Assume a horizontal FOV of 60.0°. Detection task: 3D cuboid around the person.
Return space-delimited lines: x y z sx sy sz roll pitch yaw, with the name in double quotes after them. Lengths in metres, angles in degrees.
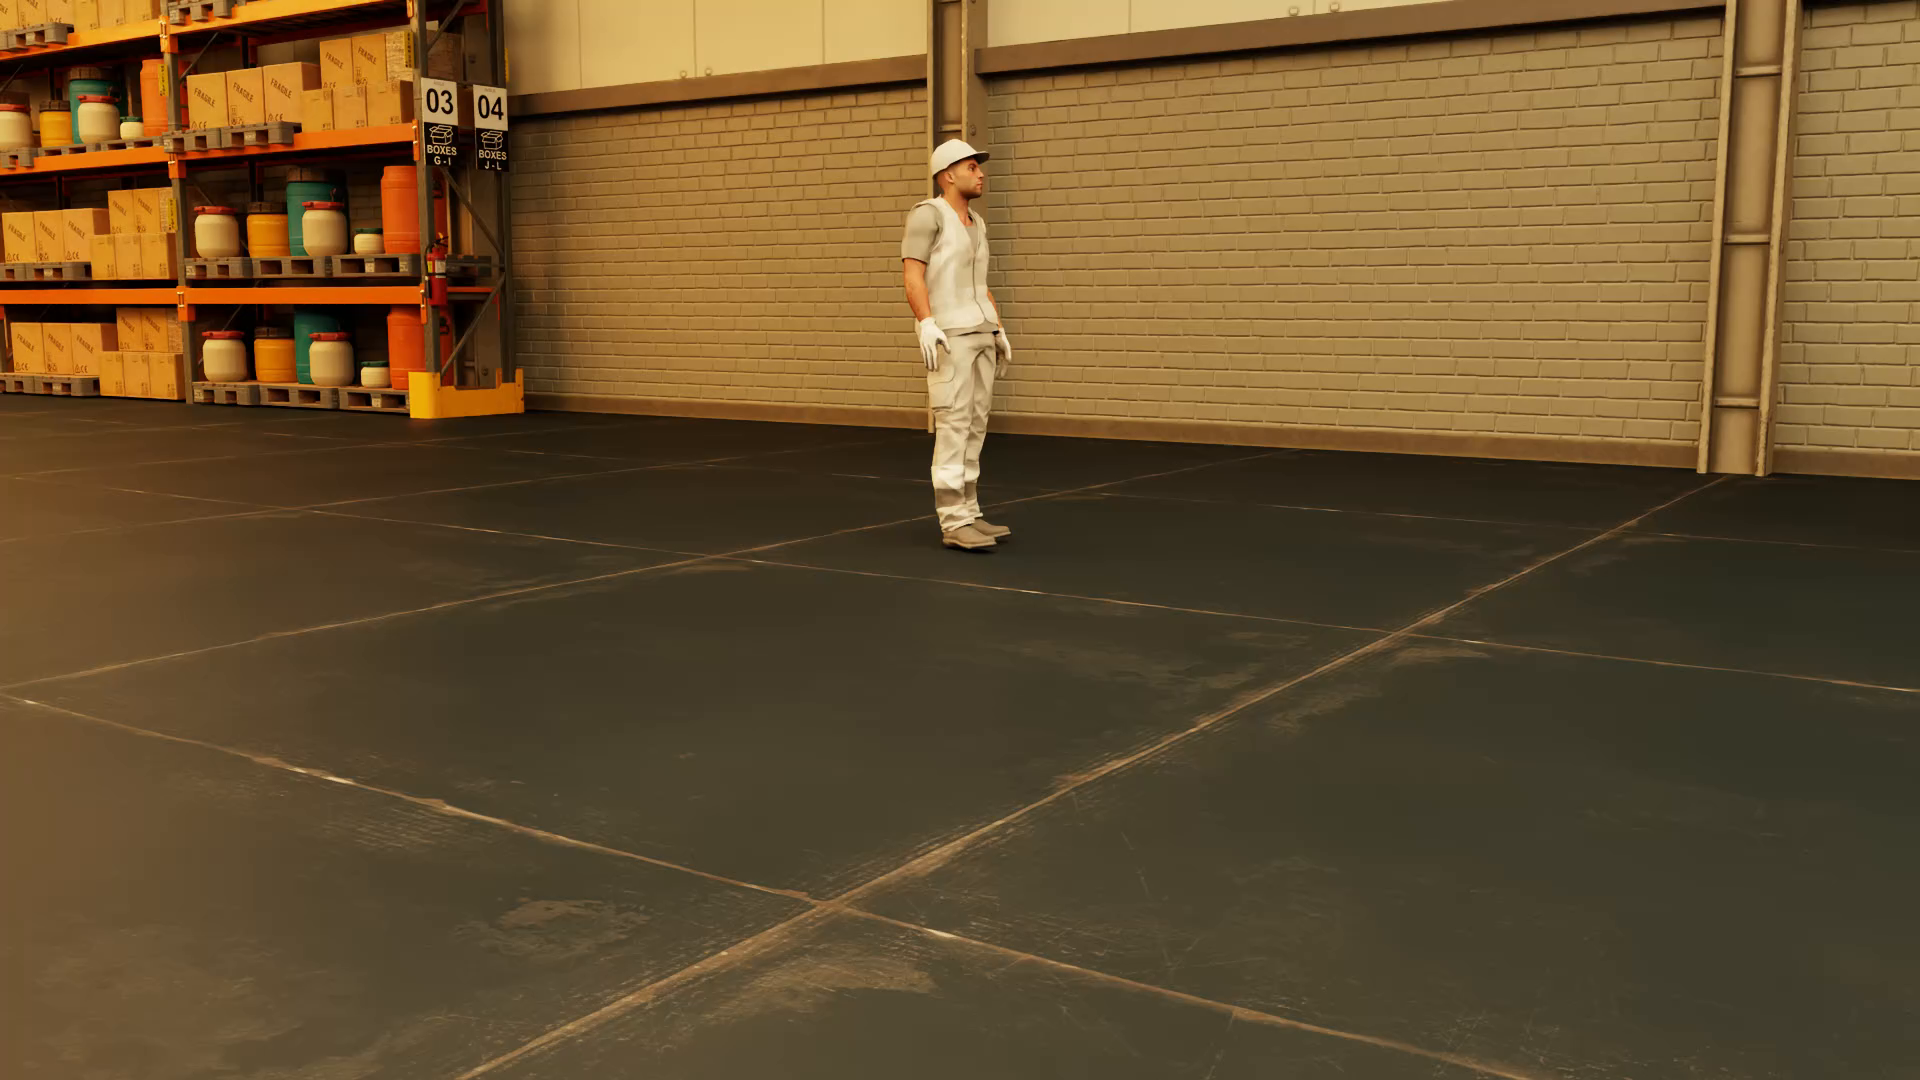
0.059 -0.885 7.422 0.564 1.787 0.637 5 10 34 "person"
